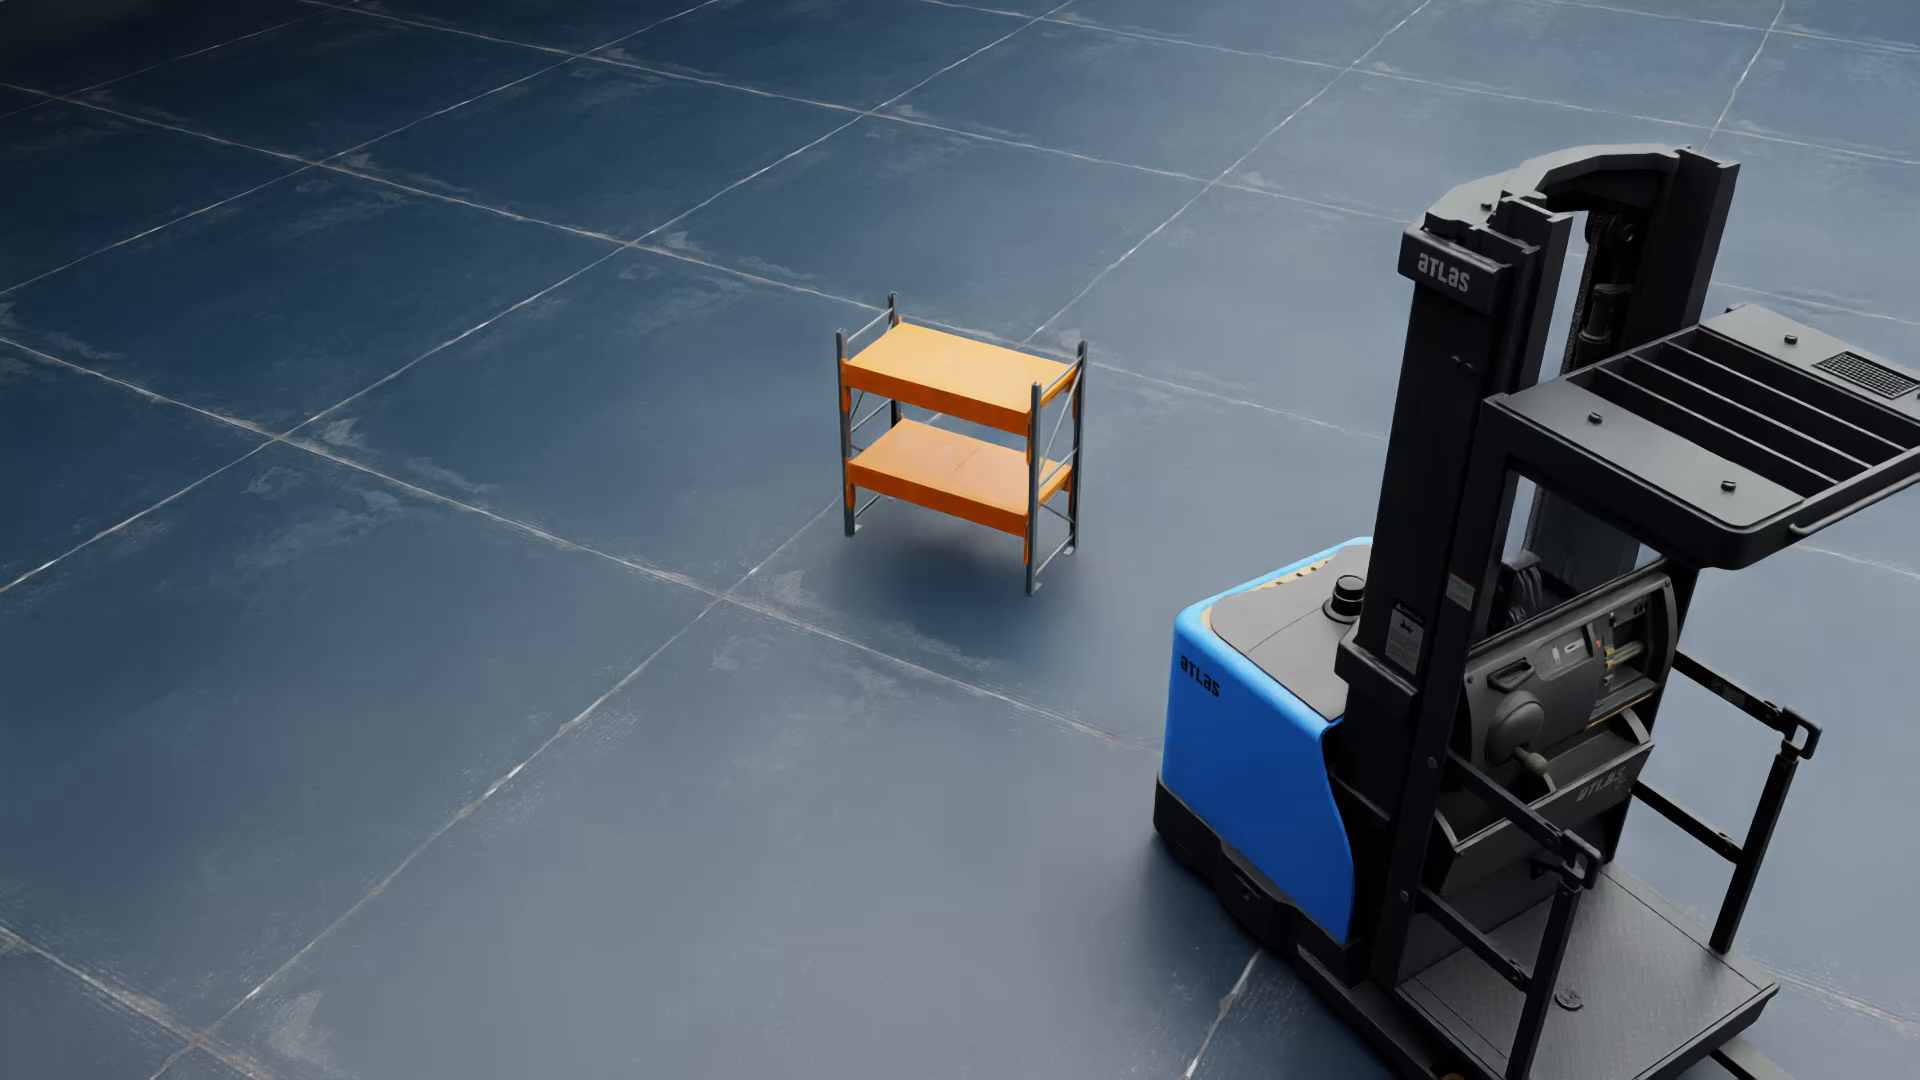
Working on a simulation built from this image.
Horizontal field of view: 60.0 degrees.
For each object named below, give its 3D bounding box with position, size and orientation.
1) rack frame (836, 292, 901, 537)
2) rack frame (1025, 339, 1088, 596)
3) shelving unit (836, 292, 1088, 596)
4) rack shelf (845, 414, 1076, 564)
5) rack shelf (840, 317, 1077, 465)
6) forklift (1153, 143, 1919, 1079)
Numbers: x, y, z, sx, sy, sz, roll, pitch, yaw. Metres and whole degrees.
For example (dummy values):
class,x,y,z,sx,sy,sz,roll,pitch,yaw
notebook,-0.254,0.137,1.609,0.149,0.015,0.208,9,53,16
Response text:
class,x,y,z,sx,sy,sz,roll,pitch,yaw
rack frame,-0.435,-0.606,8.145,0.032,1.125,0.500,18,37,24
rack frame,0.447,-0.327,7.725,0.032,1.125,0.500,18,37,24
shelving unit,0.006,-0.466,7.935,1.048,1.125,0.538,18,37,24
rack shelf,0.006,-0.263,8.071,1.000,0.278,0.538,18,37,24
rack shelf,0.006,-0.710,7.773,1.000,0.278,0.538,18,37,24
forklift,1.975,0.469,4.902,1.130,2.935,3.031,-20,38,-27
